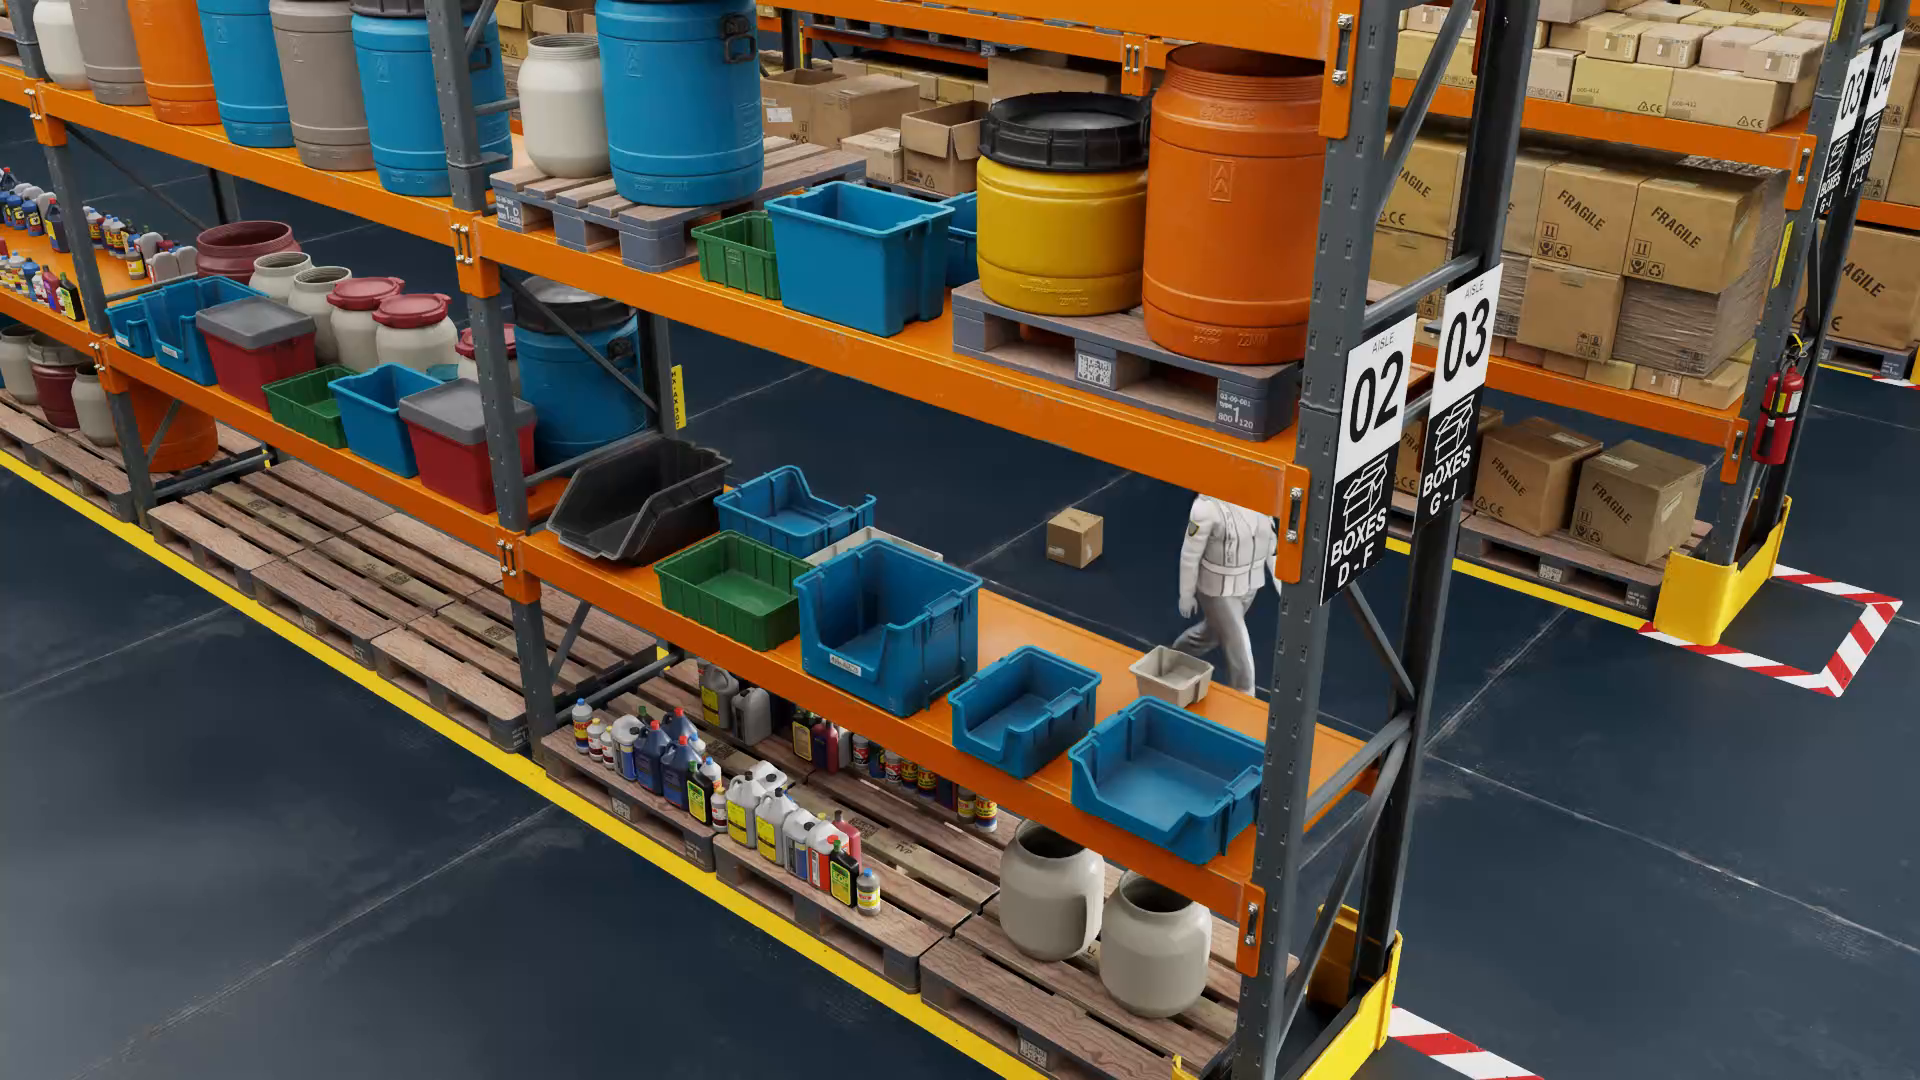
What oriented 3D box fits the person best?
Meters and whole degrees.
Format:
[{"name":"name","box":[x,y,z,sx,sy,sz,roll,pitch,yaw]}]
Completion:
[{"name":"person","box":[1.344,0.221,8.152,0.488,1.631,1.027,-21,34,-34]}]
